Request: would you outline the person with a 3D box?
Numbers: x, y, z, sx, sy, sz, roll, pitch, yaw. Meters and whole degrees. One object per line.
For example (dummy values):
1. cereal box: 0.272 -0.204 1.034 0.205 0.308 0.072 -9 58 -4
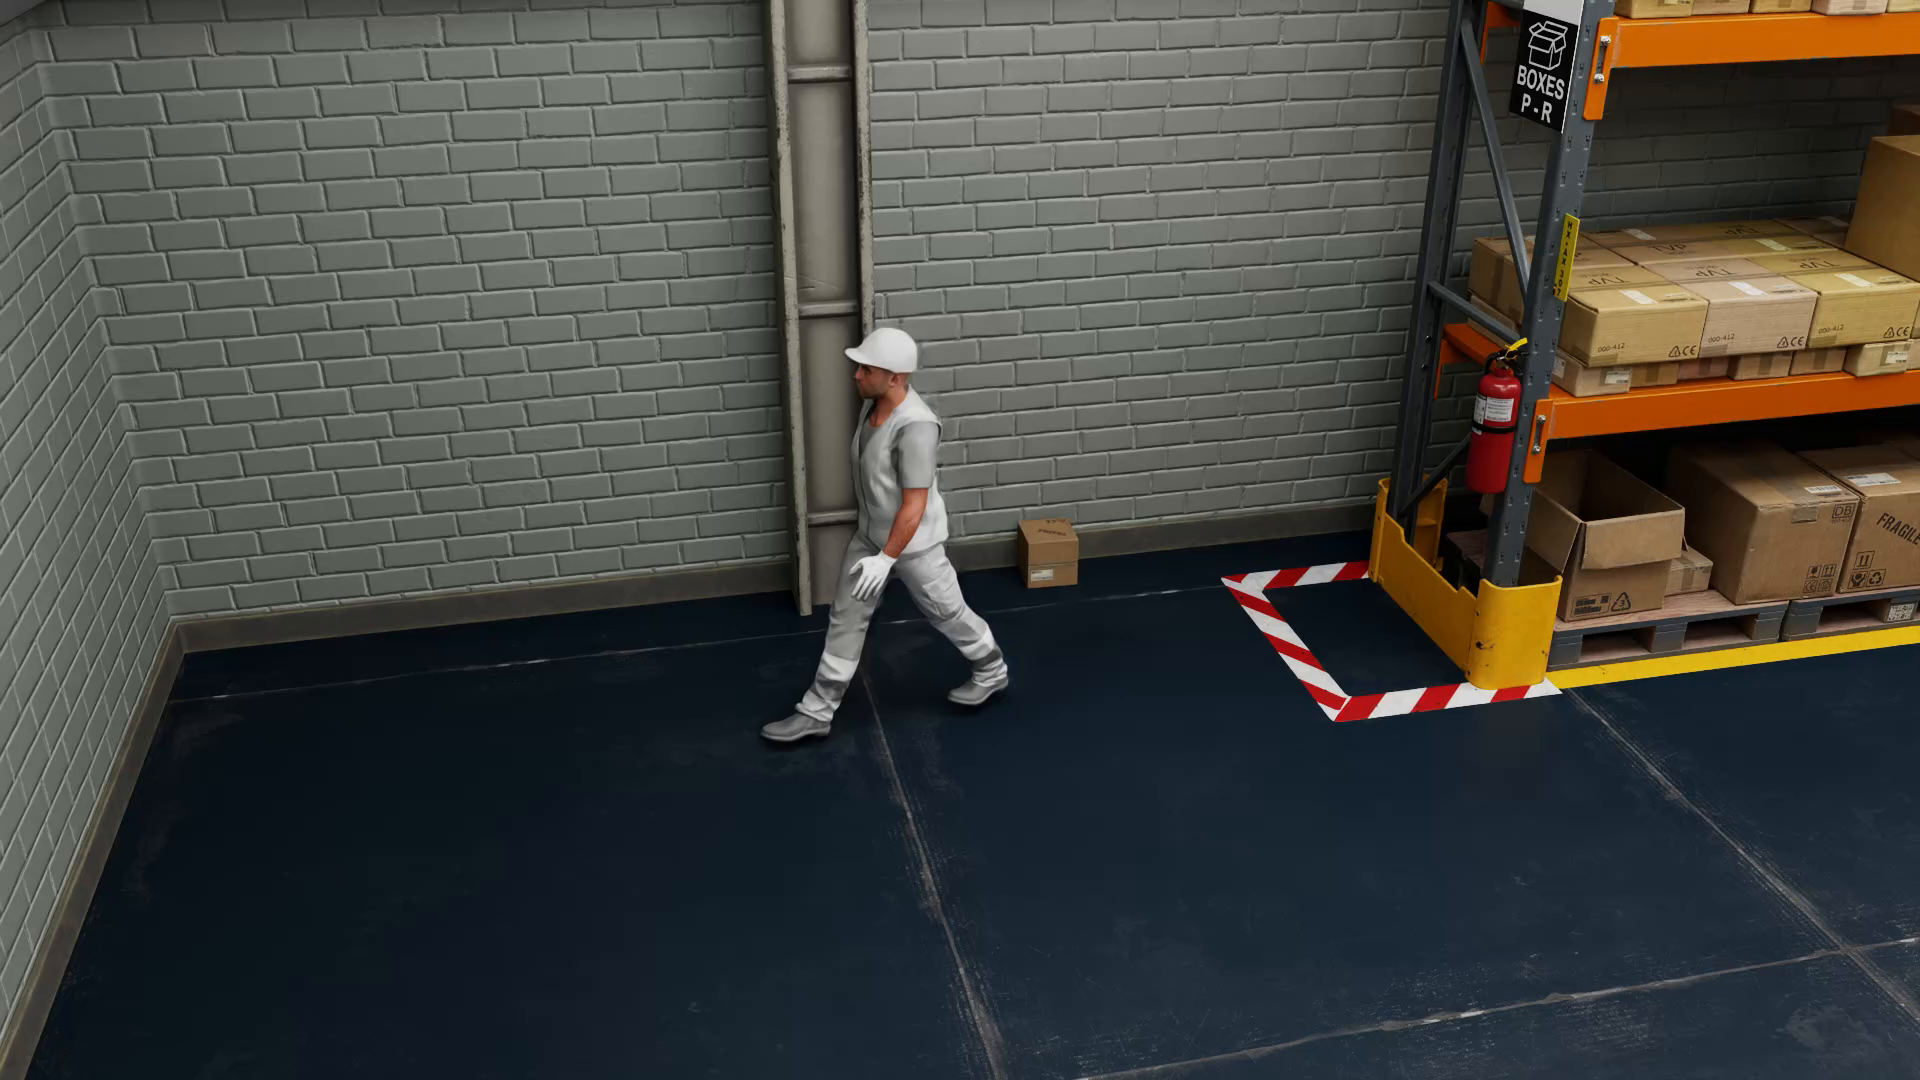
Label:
1. person: -0.292 0.013 6.614 1.097 1.678 0.559 -15 30 -27
